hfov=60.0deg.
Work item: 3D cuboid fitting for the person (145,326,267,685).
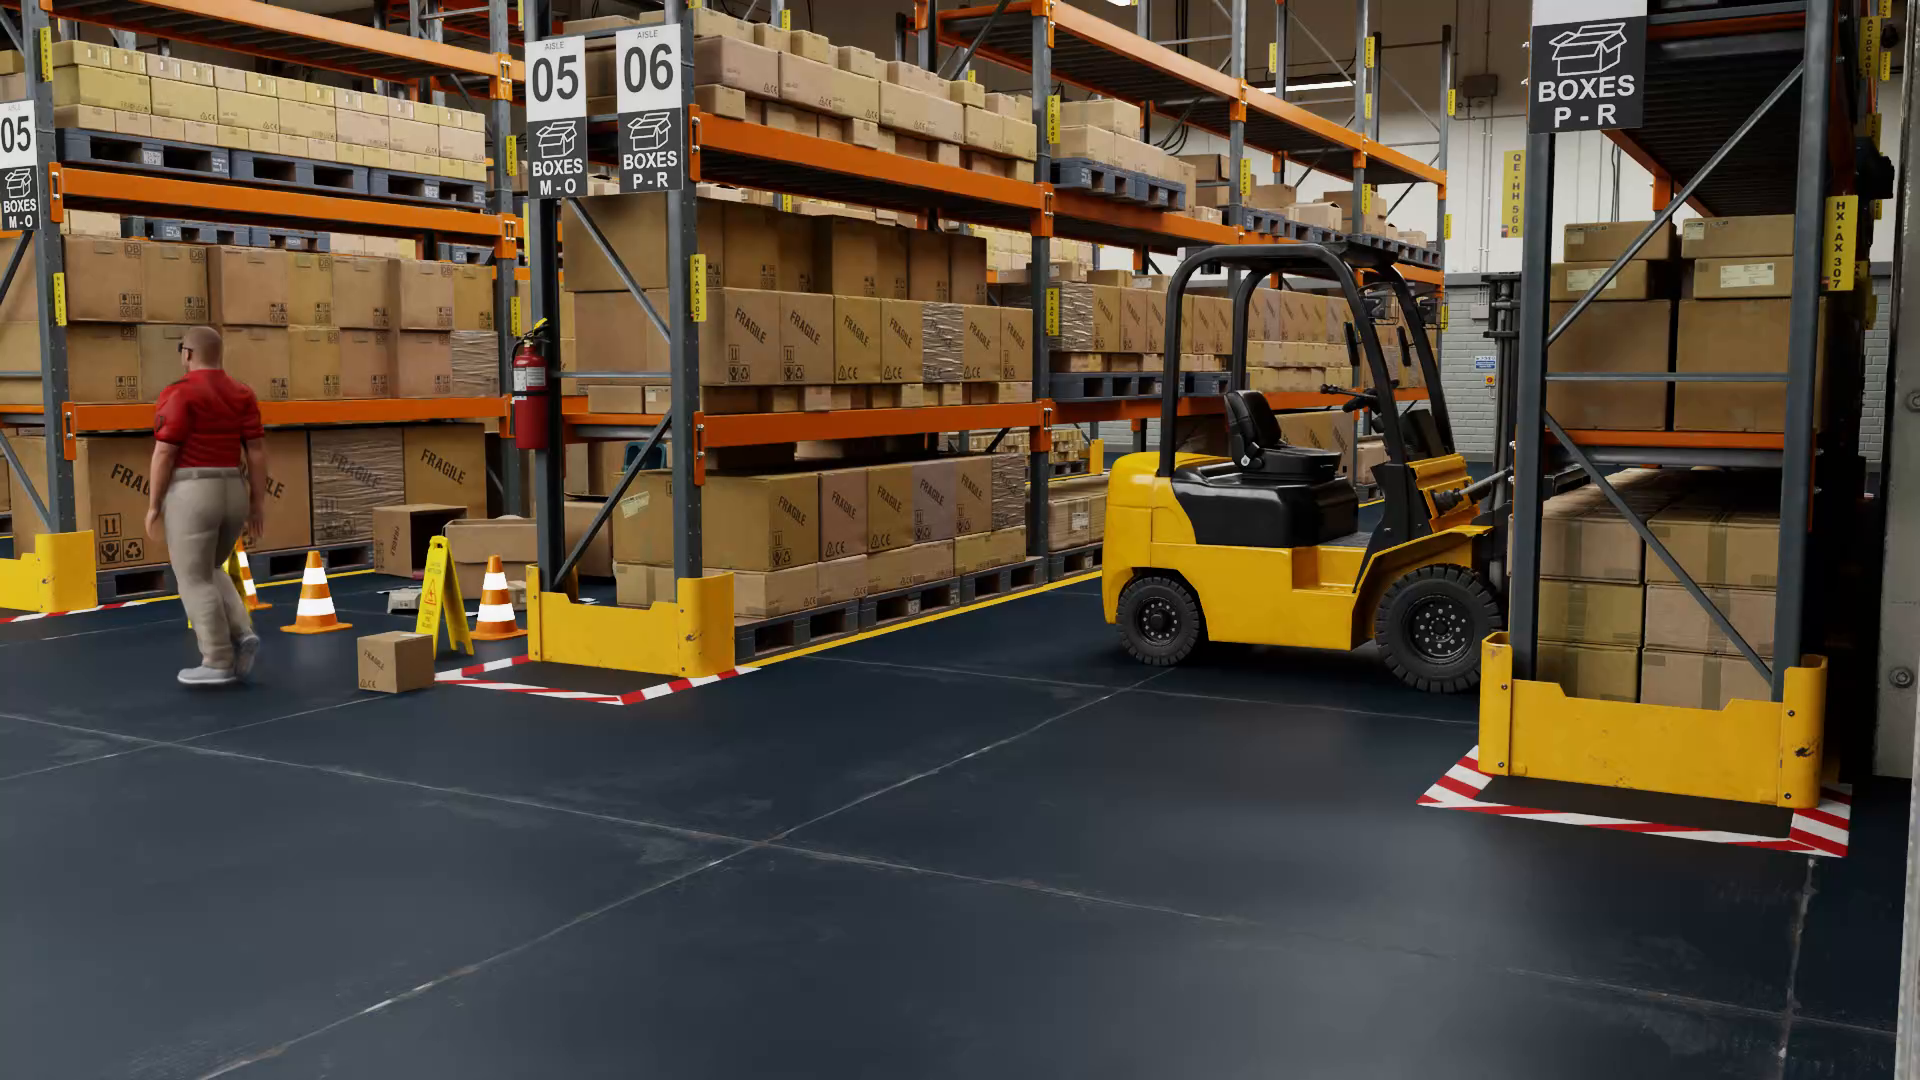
[{"bbox_3d":[-3.666,-0.146,7.995,0.447,1.753,0.528,2,6,22],"label":"person"}]
